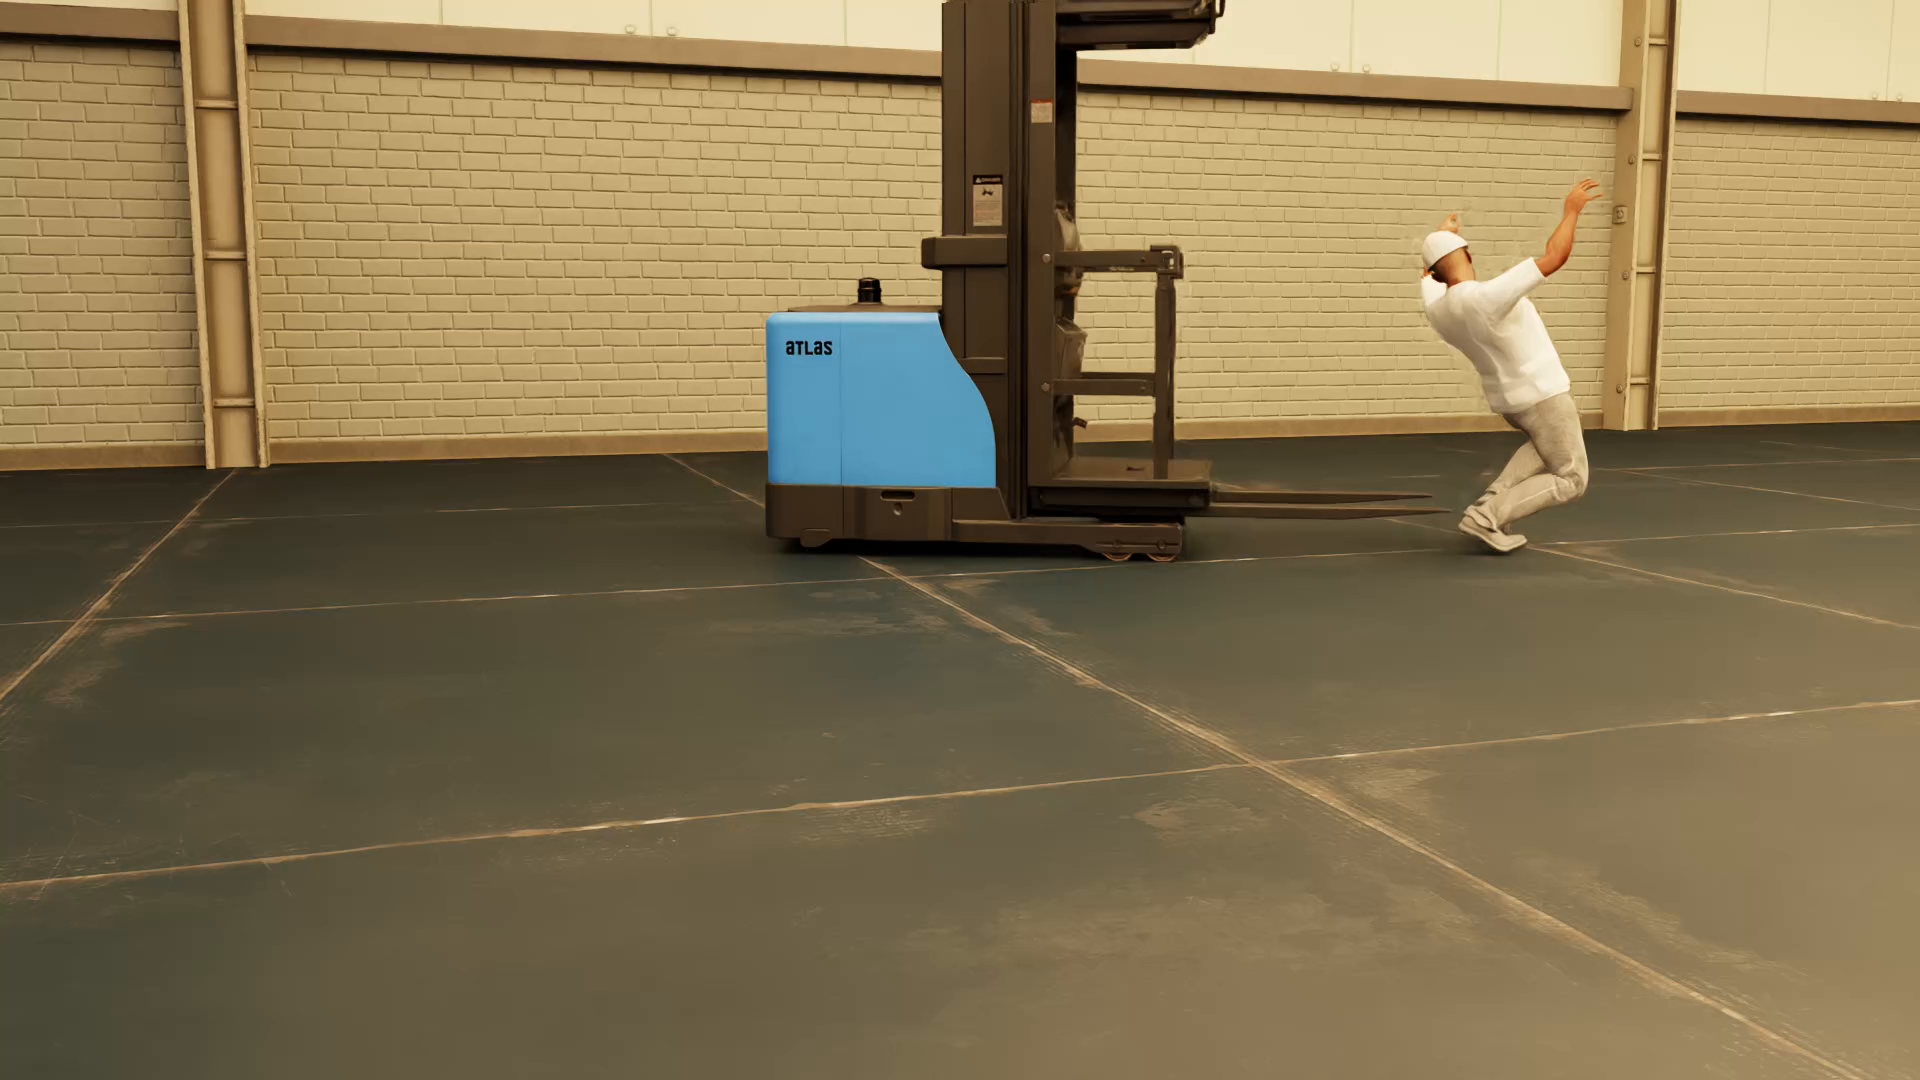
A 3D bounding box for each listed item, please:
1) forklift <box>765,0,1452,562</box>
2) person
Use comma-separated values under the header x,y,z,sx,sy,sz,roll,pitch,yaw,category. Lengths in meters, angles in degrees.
x,y,z,sx,sy,sz,roll,pitch,yaw,category
0.681,-1.432,7.577,3.031,2.935,1.130,1,8,9,forklift
2.452,-0.780,7.595,0.810,1.667,1.071,-1,8,-5,person
